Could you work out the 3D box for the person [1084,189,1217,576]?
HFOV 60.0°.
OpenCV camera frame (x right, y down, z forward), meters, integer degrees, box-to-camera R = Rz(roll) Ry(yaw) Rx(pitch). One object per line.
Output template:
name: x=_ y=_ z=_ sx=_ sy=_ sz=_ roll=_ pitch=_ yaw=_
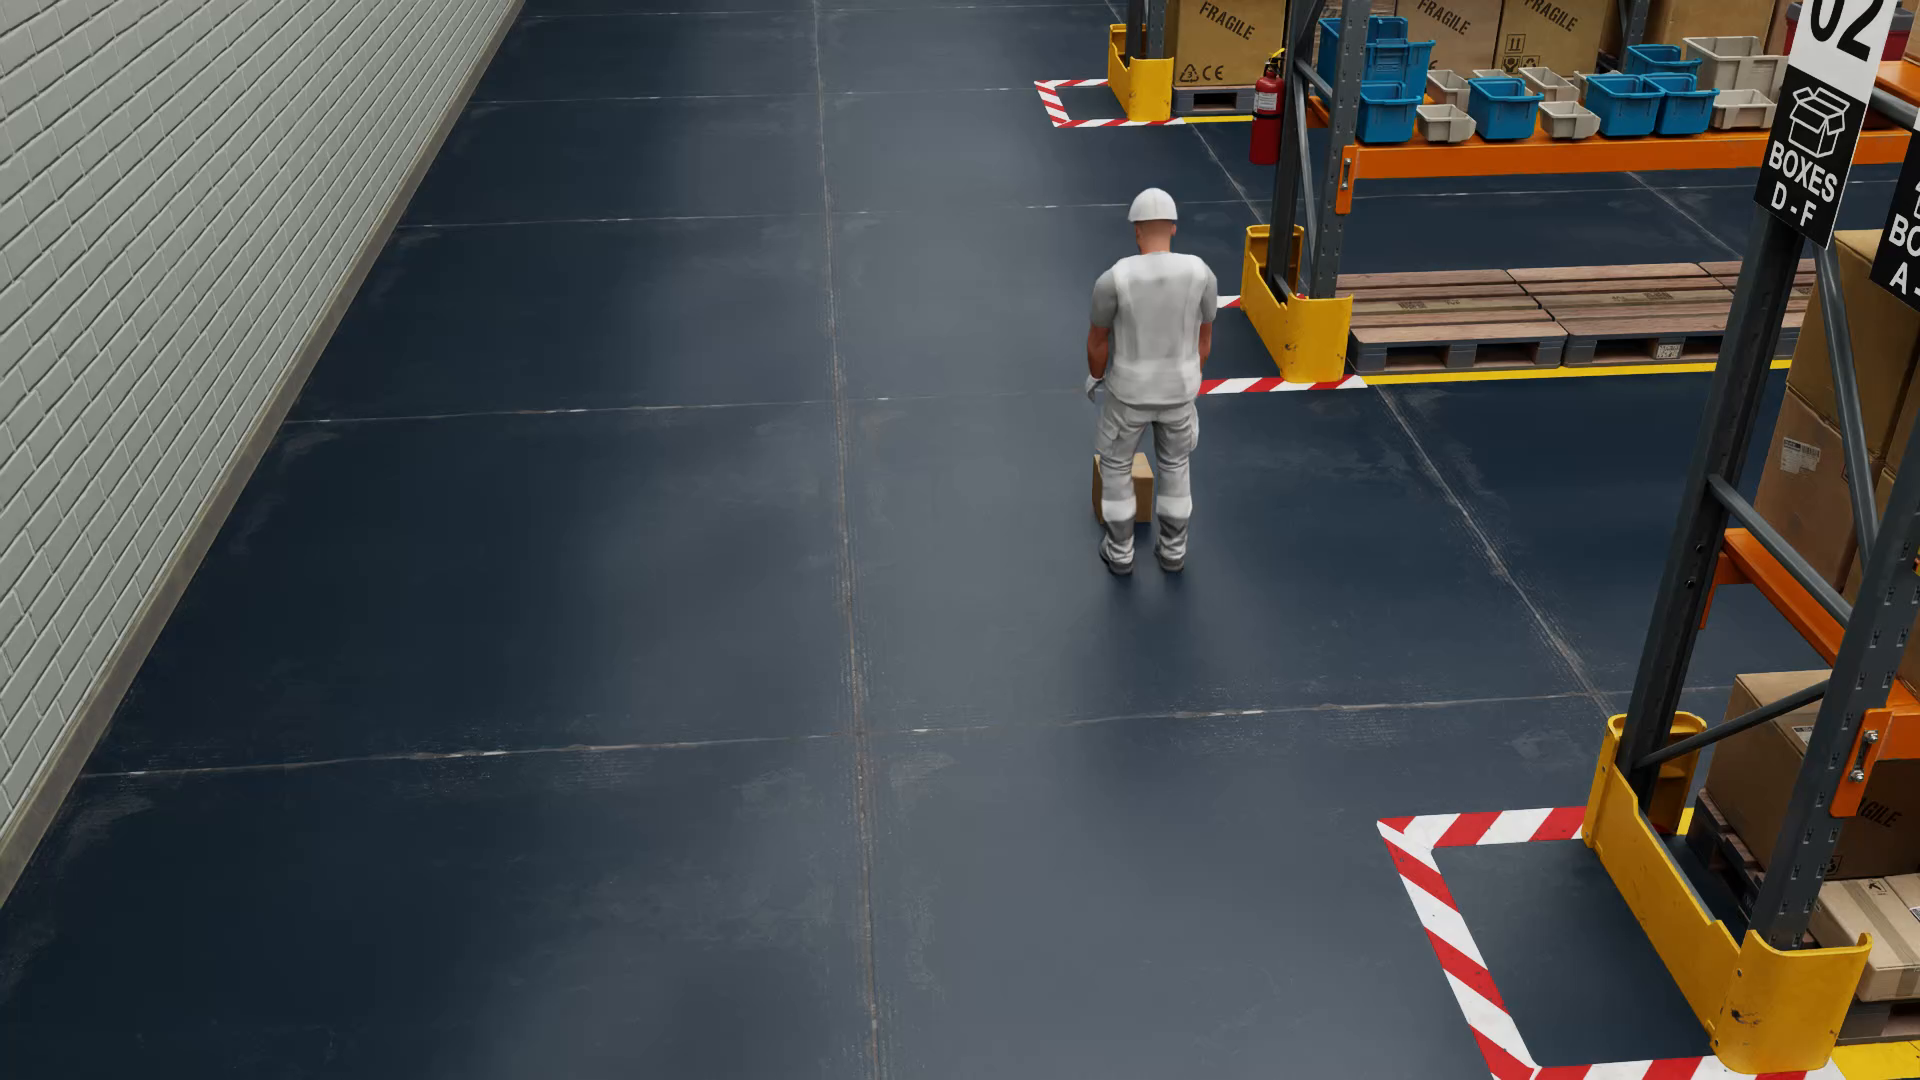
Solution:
person: x=0.810 y=-0.664 z=7.260 sx=0.538 sy=1.751 sz=0.428 roll=-2 pitch=31 yaw=-3
